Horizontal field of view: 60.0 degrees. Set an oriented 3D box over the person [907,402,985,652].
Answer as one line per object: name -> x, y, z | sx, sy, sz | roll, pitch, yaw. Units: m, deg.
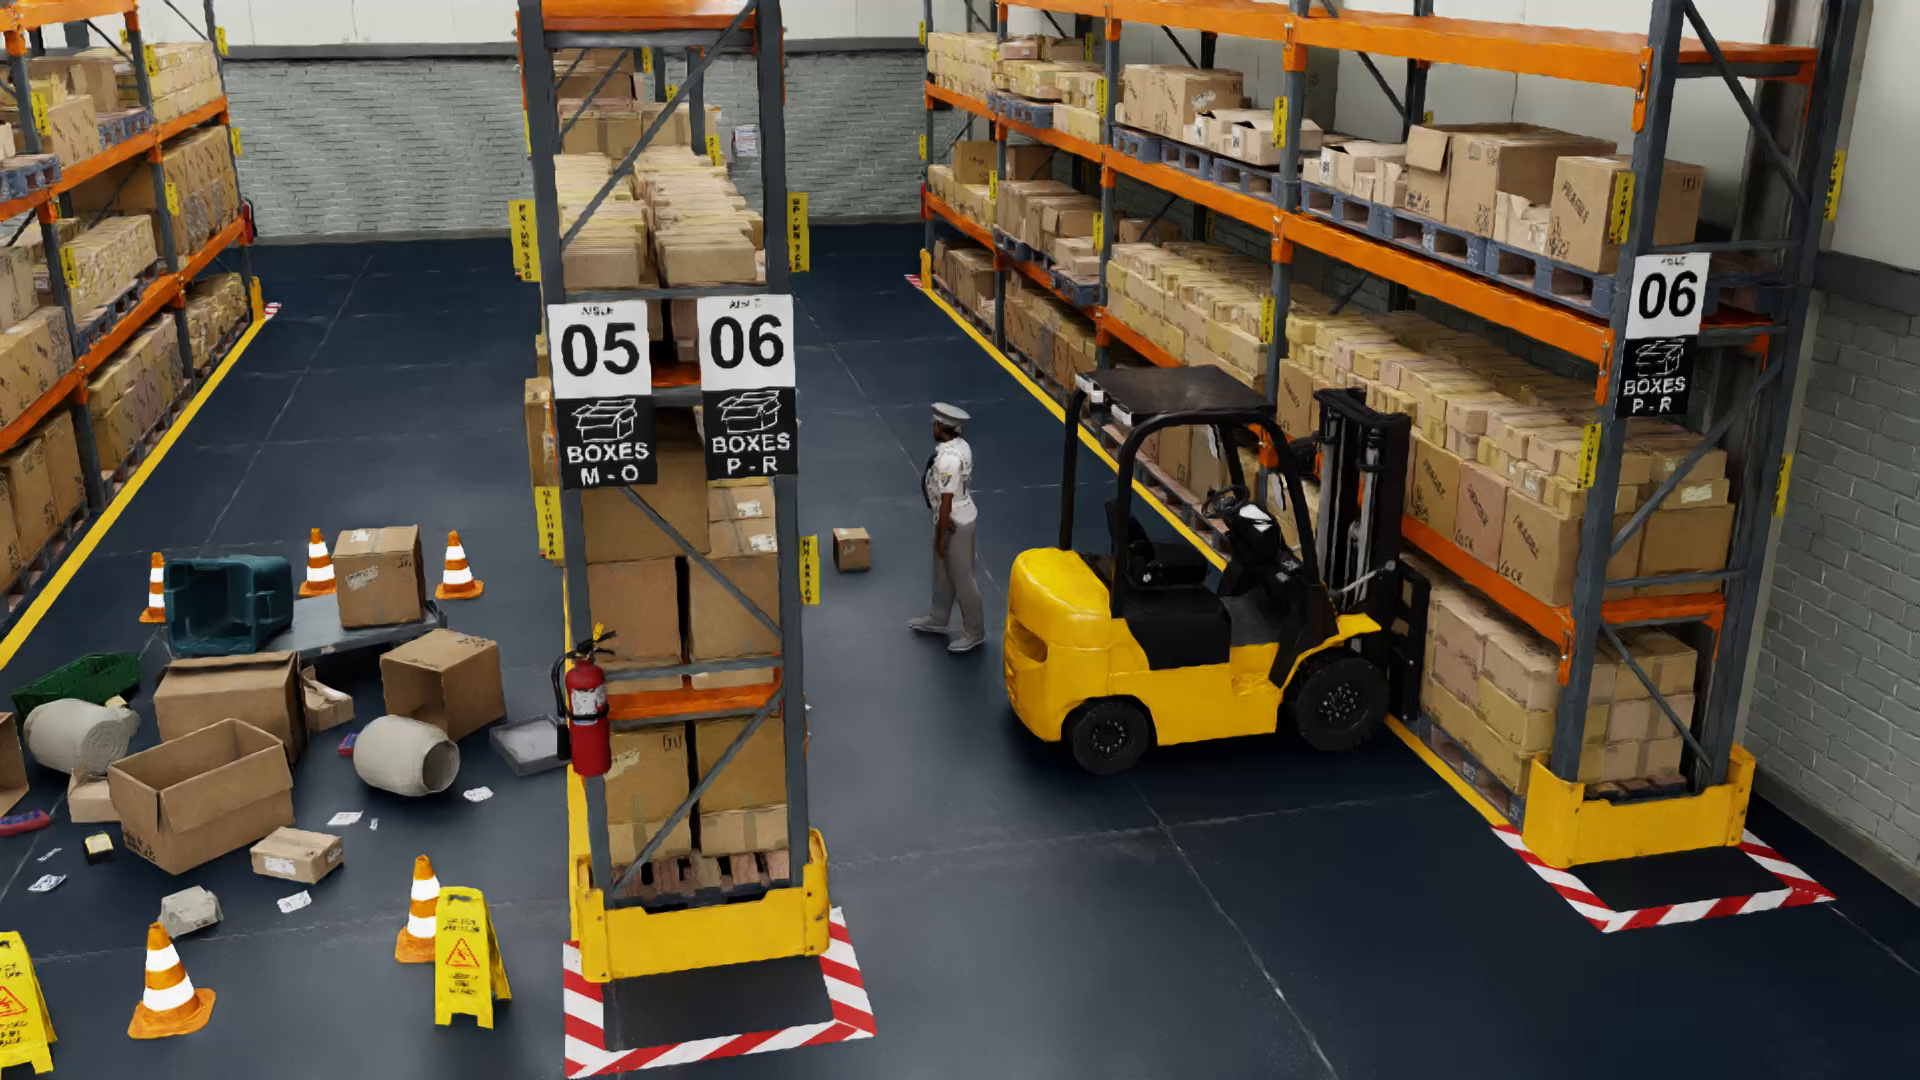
person -> -0.100, -0.114, 11.307 | 0.557, 1.668, 0.580 | 1, 20, 2
